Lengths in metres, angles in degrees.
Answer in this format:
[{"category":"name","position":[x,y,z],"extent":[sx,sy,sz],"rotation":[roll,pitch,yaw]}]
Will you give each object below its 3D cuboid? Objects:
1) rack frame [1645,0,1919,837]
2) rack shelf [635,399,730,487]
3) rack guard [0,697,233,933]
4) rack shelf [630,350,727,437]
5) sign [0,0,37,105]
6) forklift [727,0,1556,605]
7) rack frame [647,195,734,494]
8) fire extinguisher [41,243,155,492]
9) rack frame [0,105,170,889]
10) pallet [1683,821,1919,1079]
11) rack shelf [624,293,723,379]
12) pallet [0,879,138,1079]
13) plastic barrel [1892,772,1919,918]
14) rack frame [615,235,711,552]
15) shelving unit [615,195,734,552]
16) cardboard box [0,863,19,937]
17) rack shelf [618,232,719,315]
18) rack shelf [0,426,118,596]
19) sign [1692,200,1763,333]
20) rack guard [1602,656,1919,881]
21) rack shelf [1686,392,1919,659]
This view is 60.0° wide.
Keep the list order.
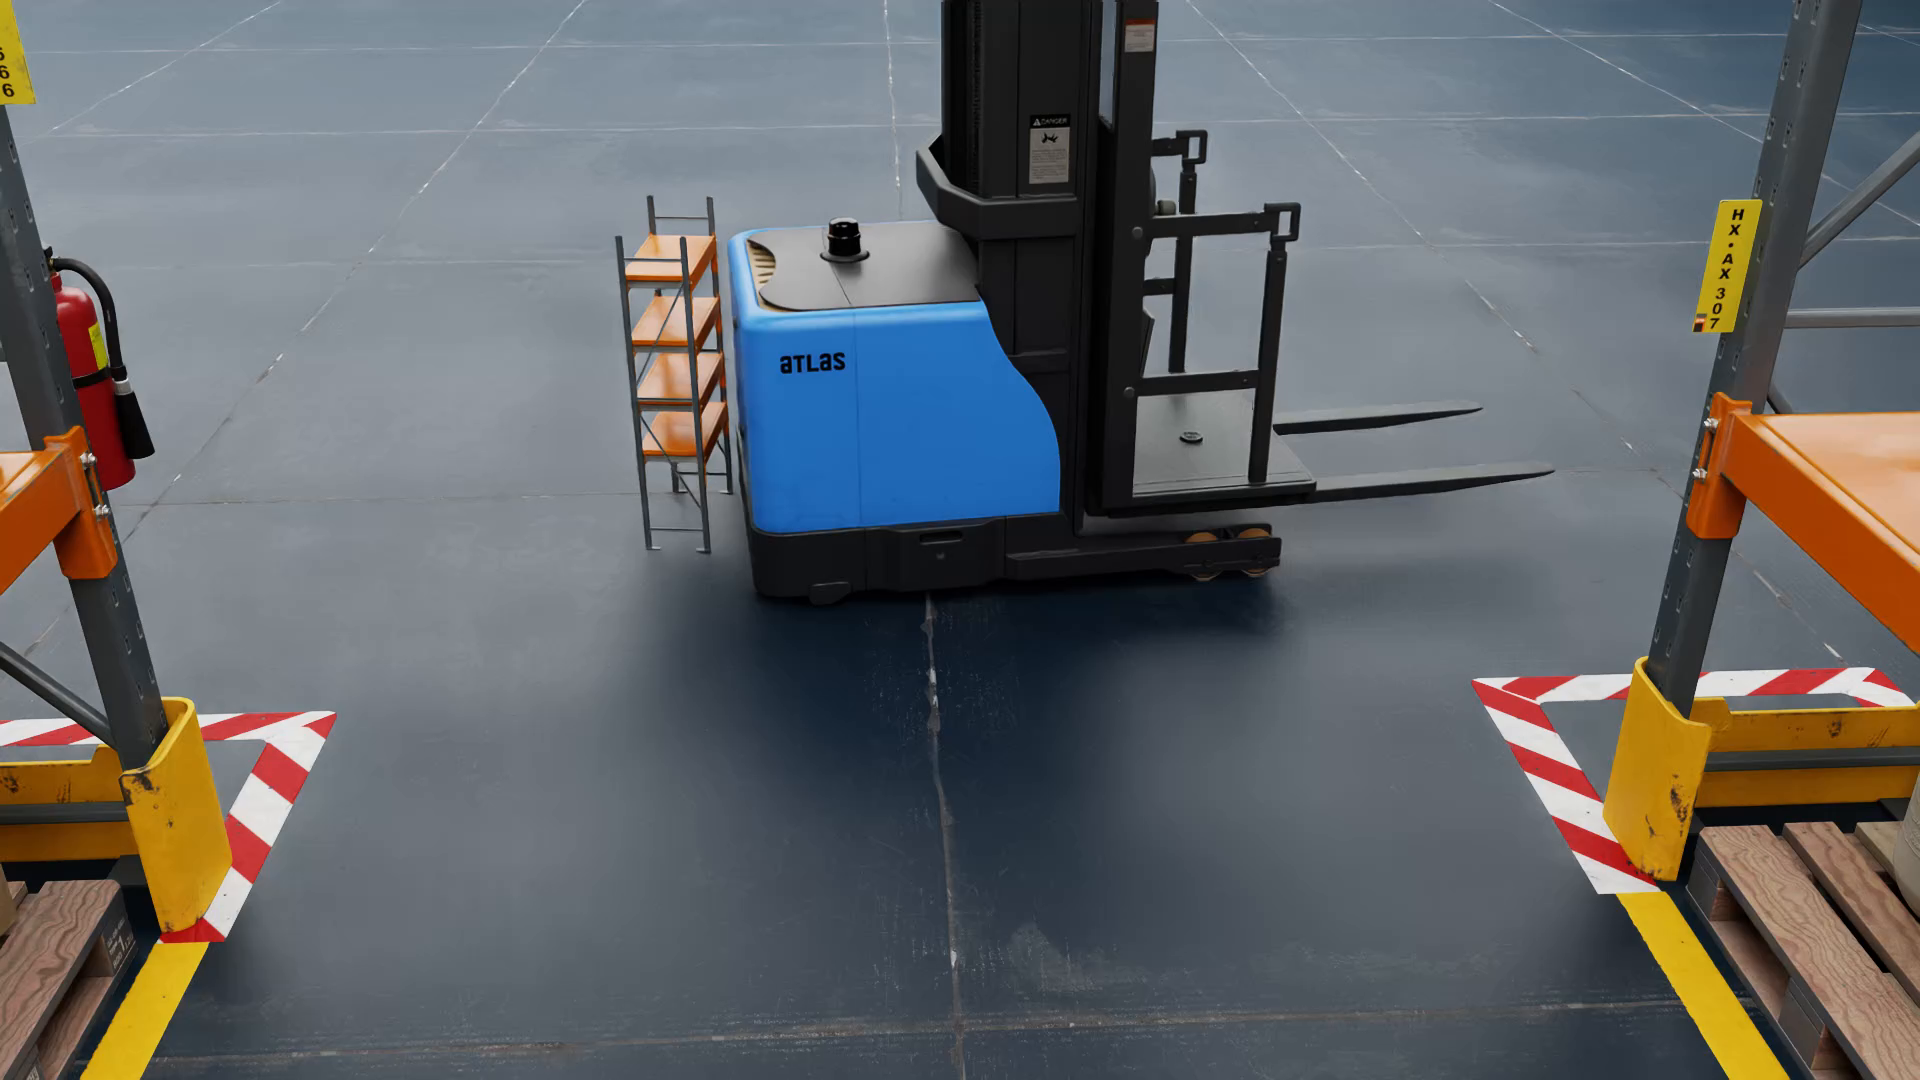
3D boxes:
[{"category":"rack frame","position":[2.370,-0.536,4.034],"extent":[1.000,3.000,0.127],"rotation":[-1,28,-3]},{"category":"rack shelf","position":[-1.034,-0.372,6.241],"extent":[0.258,0.148,0.480],"rotation":[1,28,3]},{"category":"rack guard","position":[-2.572,0.727,4.315],"extent":[1.175,0.500,0.348],"rotation":[-1,28,-3]},{"category":"rack shelf","position":[-1.034,-0.548,6.149],"extent":[0.258,0.148,0.480],"rotation":[1,28,3]},{"category":"sign","position":[-2.021,-1.074,3.471],"extent":[0.100,0.325,0.005],"rotation":[-1,28,-3]},{"category":"forklift","position":[0.700,-1.392,5.750],"extent":[3.031,2.935,1.130],"rotation":[-5,28,-9]},{"category":"rack frame","position":[-1.021,-0.721,6.334],"extent":[0.240,1.200,0.015],"rotation":[1,28,3]},{"category":"fire extinguisher","position":[-2.122,-0.446,3.945],"extent":[0.296,0.674,0.183],"rotation":[-1,28,-3]},{"category":"rack frame","position":[-2.576,-0.416,3.804],"extent":[1.000,3.000,0.127],"rotation":[-1,28,-3]},{"category":"pallet","position":[2.458,1.110,3.894],"extent":[1.003,0.211,1.213],"rotation":[-1,28,-3]},{"category":"rack shelf","position":[-1.034,-0.747,6.046],"extent":[0.258,0.148,0.480],"rotation":[1,28,3]},{"category":"pallet","position":[-2.565,1.231,3.661],"extent":[1.003,0.211,1.213],"rotation":[-1,28,-3]},{"category":"plastic barrel","position":[2.481,0.683,3.933],"extent":[0.421,0.512,0.421],"rotation":[0,28,0]},{"category":"rack frame","position":[-1.047,-0.495,5.902],"extent":[0.240,1.200,0.015],"rotation":[1,28,3]},{"category":"shelving unit","position":[-1.034,-0.608,6.118],"extent":[0.258,1.200,0.503],"rotation":[1,28,3]},{"category":"cardboard box","position":[-2.560,0.795,3.732],"extent":[0.500,0.500,0.500],"rotation":[4,28,7]},{"category":"rack shelf","position":[-1.034,-0.956,5.936],"extent":[0.258,0.148,0.480],"rotation":[1,28,3]},{"category":"rack shelf","position":[-2.472,0.826,2.200],"extent":[1.077,0.370,4.000],"rotation":[-1,28,-3]},{"category":"sign","position":[1.821,-0.647,3.948],"extent":[0.100,0.325,0.005],"rotation":[-1,28,-3]},{"category":"rack guard","position":[2.421,0.607,4.547],"extent":[1.175,0.500,0.348],"rotation":[-1,28,-3]},{"category":"rack shelf","position":[2.475,0.707,2.429],"extent":[1.077,0.370,4.000],"rotation":[-1,28,-3]}]
